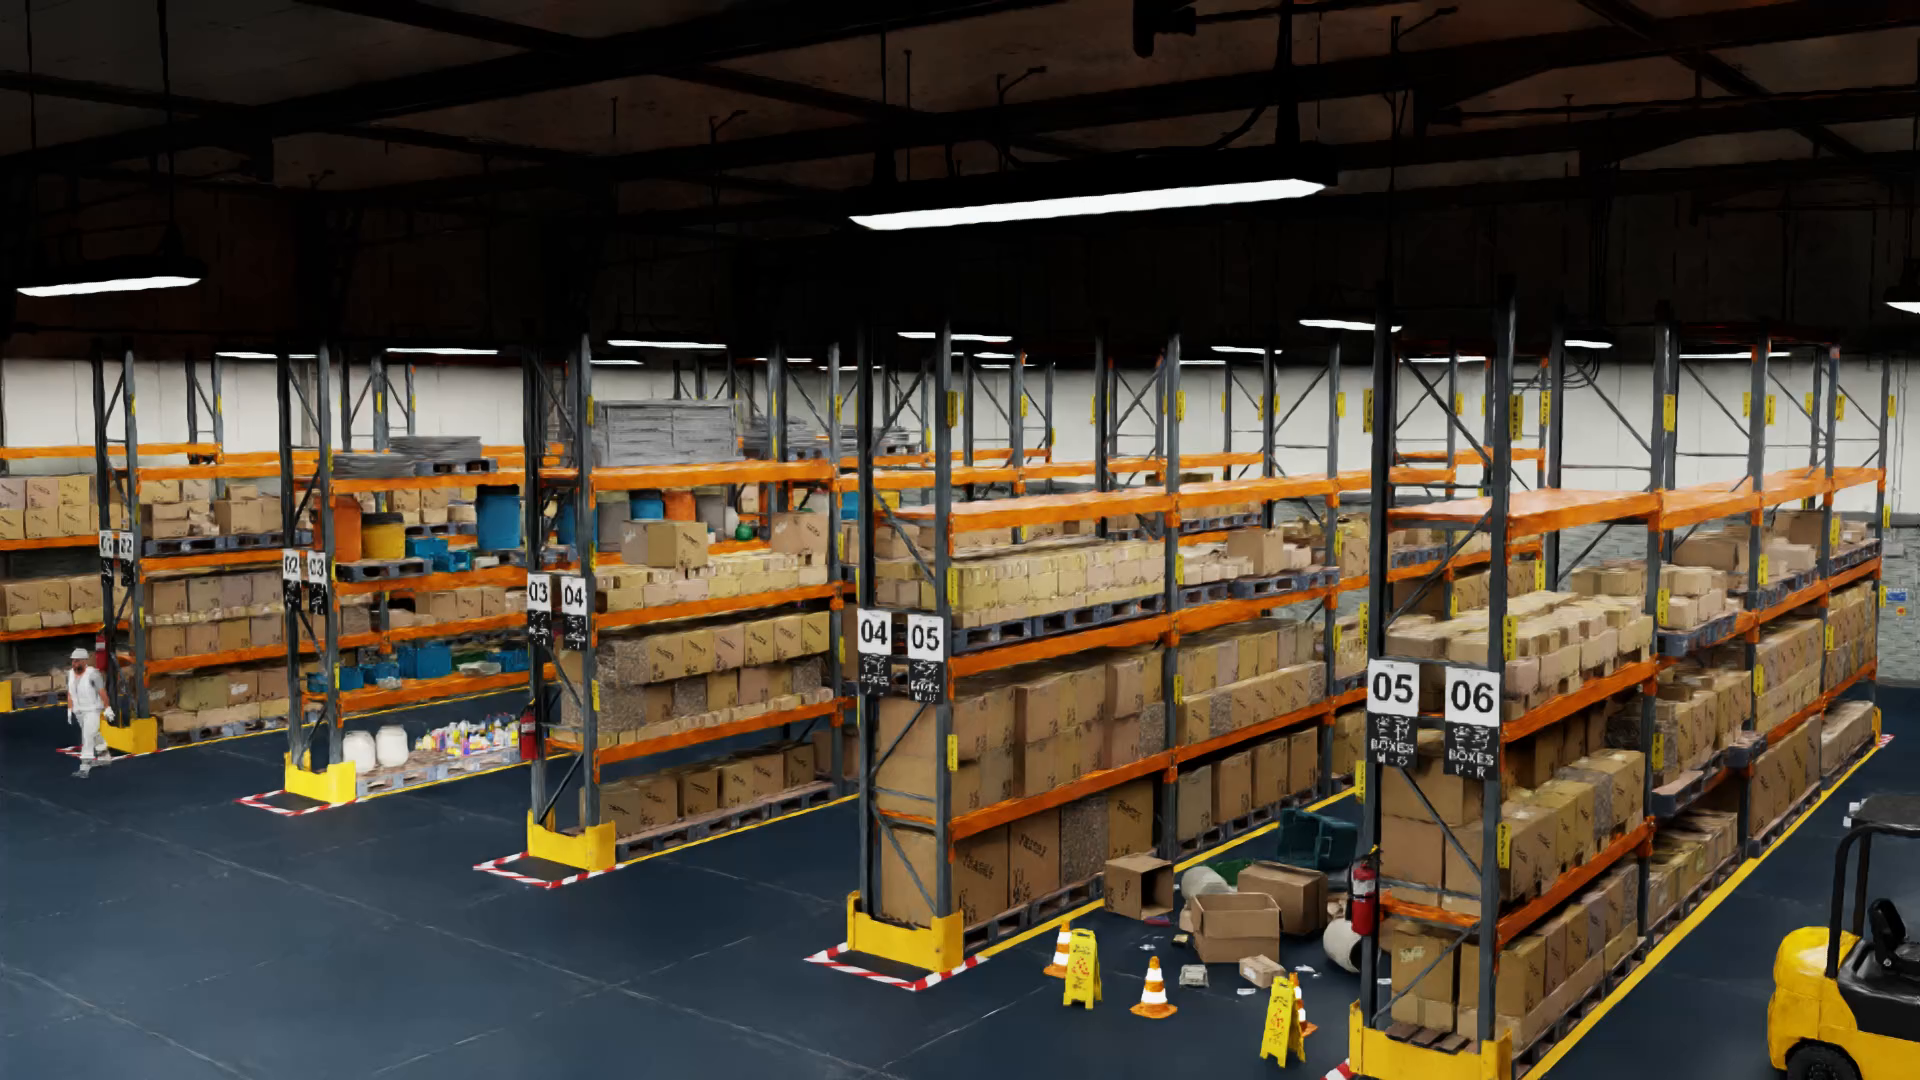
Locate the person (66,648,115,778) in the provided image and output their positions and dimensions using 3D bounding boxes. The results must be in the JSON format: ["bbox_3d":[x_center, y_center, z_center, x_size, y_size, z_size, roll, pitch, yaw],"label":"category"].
[{"bbox_3d":[-11.916,2.332,22.668,0.596,1.746,0.969,1,5,15],"label":"person"}]
